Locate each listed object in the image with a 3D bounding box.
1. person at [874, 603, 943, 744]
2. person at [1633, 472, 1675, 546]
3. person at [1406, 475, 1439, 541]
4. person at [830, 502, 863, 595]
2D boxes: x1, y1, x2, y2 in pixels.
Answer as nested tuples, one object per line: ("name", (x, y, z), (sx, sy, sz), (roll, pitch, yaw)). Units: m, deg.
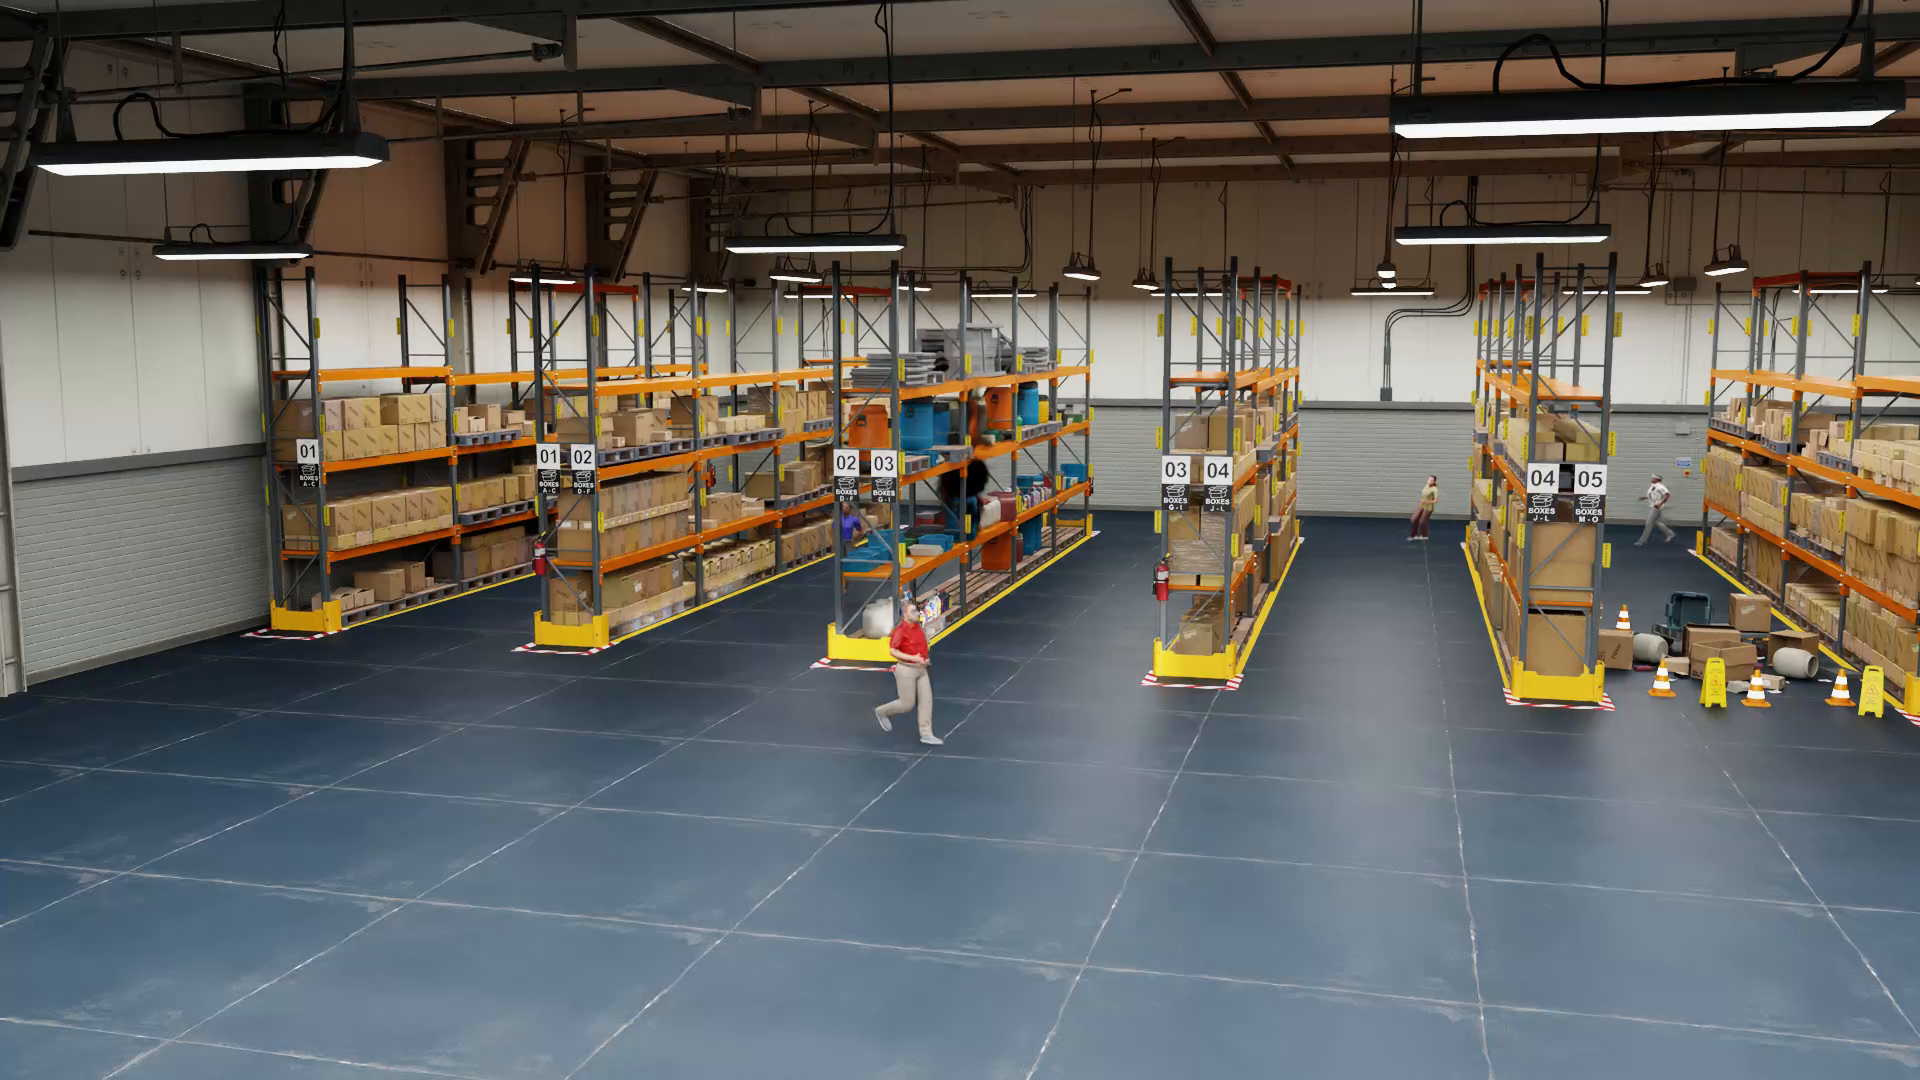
("person", (-0.594, 1.604, 20.117), (0.945, 1.695, 0.665), (5, 9, 35))
("person", (16.033, -0.719, 38.368), (0.896, 1.709, 0.553), (1, 7, 9))
("person", (10.963, -0.739, 39.149), (0.563, 1.633, 0.807), (-5, 9, -33))
("person", (-2.044, 0.139, 29.751), (0.593, 1.622, 0.657), (1, 7, 5))
